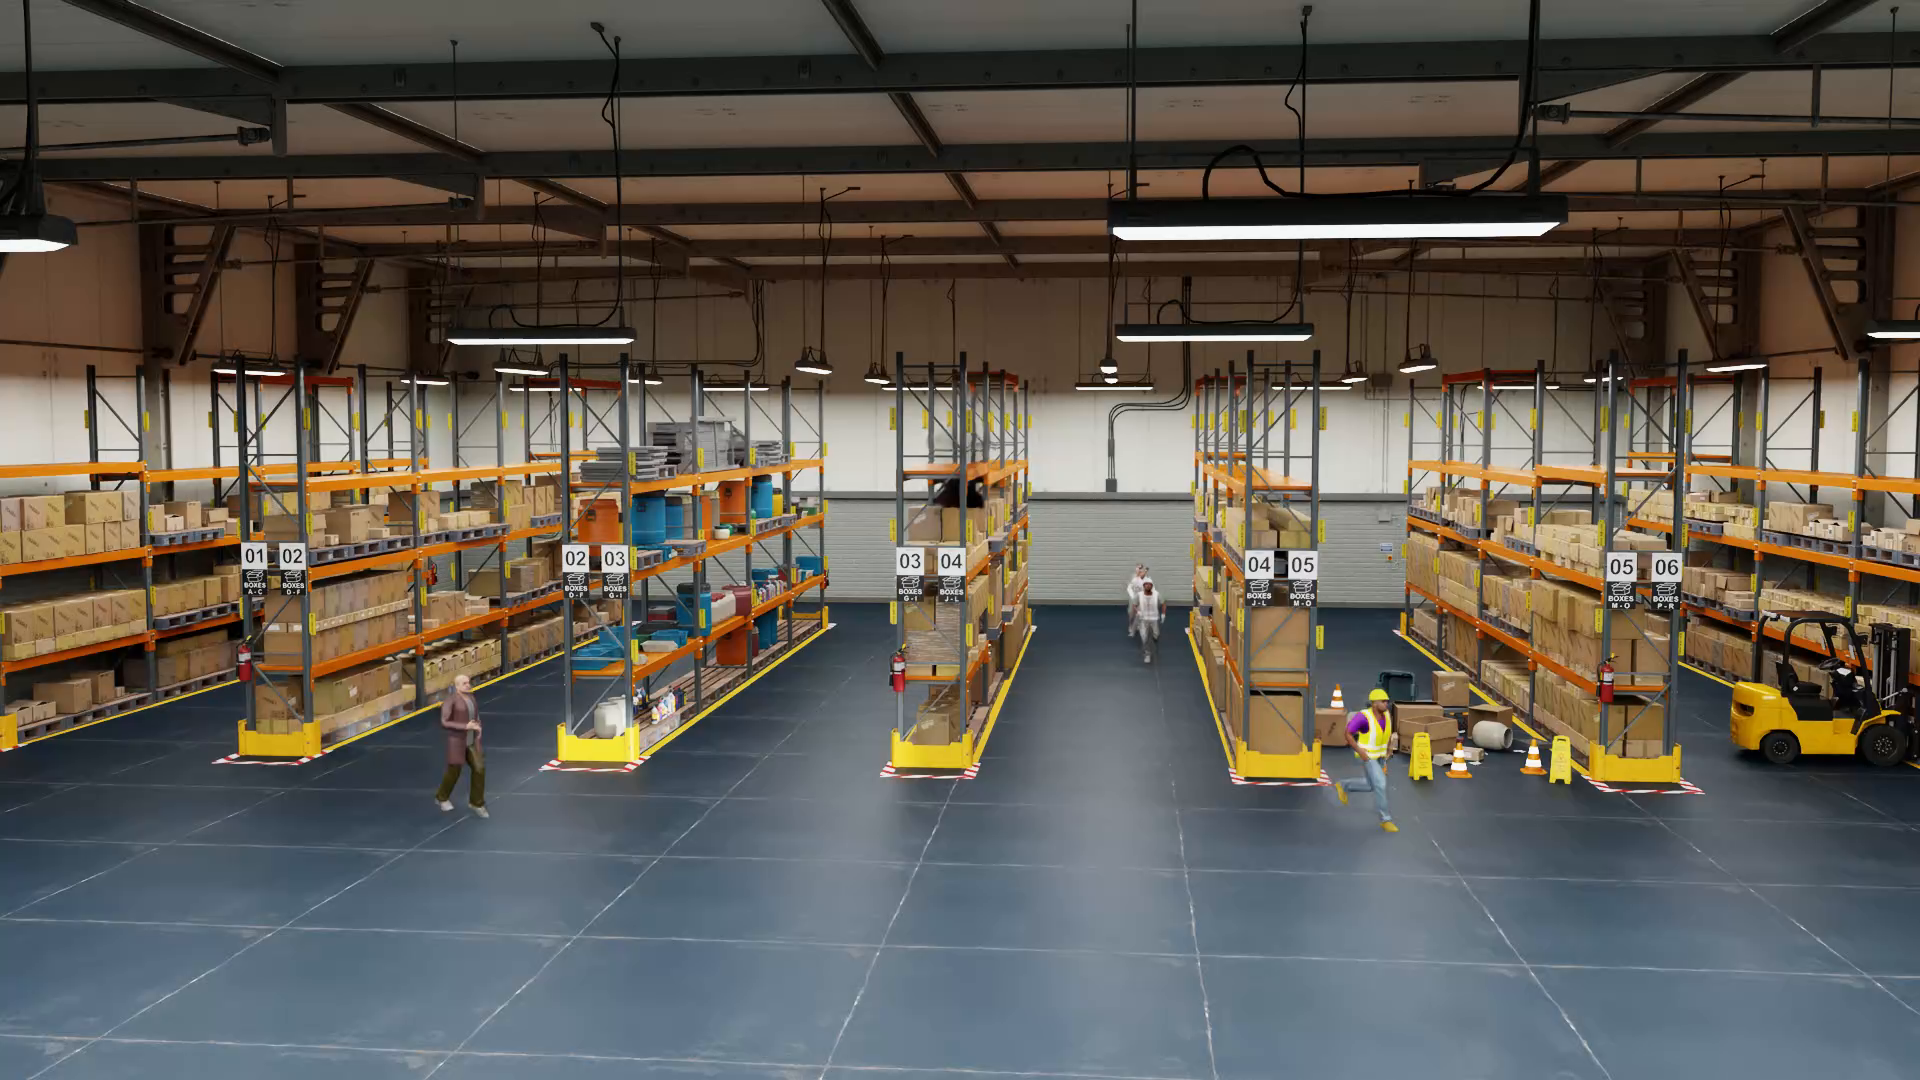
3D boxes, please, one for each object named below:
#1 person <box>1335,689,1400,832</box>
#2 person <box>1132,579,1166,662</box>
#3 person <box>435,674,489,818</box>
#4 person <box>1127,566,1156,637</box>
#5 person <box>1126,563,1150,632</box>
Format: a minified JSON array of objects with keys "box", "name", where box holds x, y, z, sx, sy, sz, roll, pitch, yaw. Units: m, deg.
[{"box":[5.047,2.692,20.636,0.701,1.752,1.000,-3,5,-39],"name":"person"},{"box":[3.960,1.677,34.832,0.713,1.736,0.637,0,4,3],"name":"person"},{"box":[-6.328,2.627,21.116,0.846,1.867,0.740,3,5,32],"name":"person"},{"box":[4.216,1.421,38.749,0.683,1.641,0.755,1,4,15],"name":"person"},{"box":[4.232,1.370,39.560,0.646,1.650,0.629,-4,6,-43],"name":"person"}]
